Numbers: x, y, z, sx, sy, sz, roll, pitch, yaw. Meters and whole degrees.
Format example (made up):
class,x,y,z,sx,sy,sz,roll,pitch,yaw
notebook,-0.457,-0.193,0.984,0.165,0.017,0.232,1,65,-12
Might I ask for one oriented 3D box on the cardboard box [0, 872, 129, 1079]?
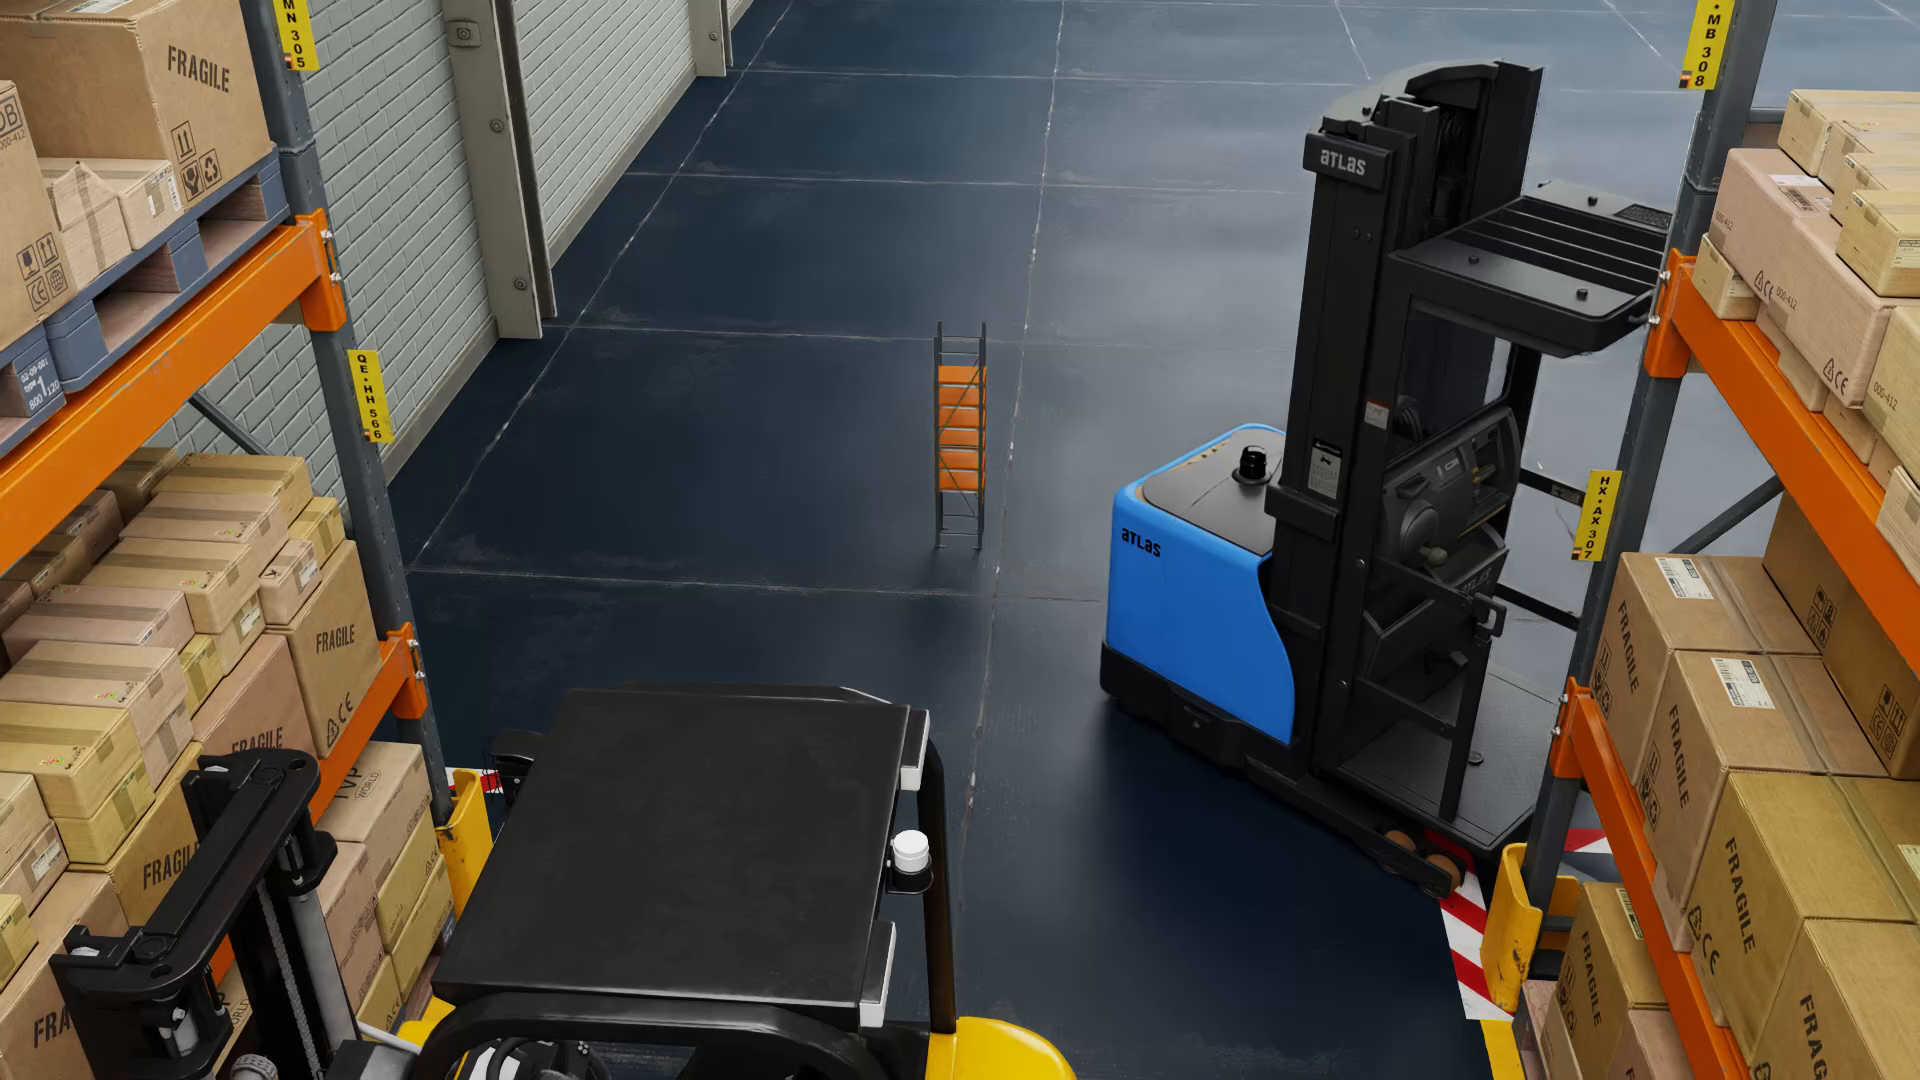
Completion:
class,x,y,z,sx,sy,sz,roll,pitch,yaw
cardboard box,-2.321,1.136,3.952,0.500,0.500,0.500,3,32,4

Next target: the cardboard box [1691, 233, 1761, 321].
class,x,y,z,sx,sy,sz,roll,pitch,yaw
cardboard box,2.177,-0.693,4.395,0.380,0.149,0.250,2,32,4

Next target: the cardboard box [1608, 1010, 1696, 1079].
class,x,y,z,sx,sy,sz,roll,pitch,yaw
cardboard box,2.147,1.686,4.660,0.500,0.500,0.500,1,32,2

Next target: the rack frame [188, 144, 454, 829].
class,x,y,z,sx,sy,sz,roll,pitch,yaw
rack frame,-2.420,0.108,5.716,1.000,3.000,0.127,2,32,4

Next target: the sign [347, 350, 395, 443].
class,x,y,z,sx,sy,sz,roll,pitch,yaw
sign,-1.880,-0.456,5.301,0.100,0.325,0.005,2,32,4

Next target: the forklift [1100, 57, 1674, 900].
class,x,y,z,sx,sy,sz,roll,pitch,yaw
forklift,2.024,-0.160,6.216,1.130,2.935,3.031,-27,41,-36

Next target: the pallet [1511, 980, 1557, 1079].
class,x,y,z,sx,sy,sz,roll,pitch,yaw
pallet,2.420,1.968,5.356,1.003,0.211,1.213,2,32,4

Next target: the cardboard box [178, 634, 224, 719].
class,x,y,z,sx,sy,sz,roll,pitch,yaw
cardboard box,-2.273,0.379,4.562,0.380,0.149,0.250,2,32,4

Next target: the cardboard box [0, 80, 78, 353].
class,x,y,z,sx,sy,sz,roll,pitch,yaw
cardboard box,-2.396,-0.660,3.512,0.700,0.500,0.500,3,32,4

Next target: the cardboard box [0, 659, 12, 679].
class,x,y,z,sx,sy,sz,roll,pitch,yaw
cardboard box,-2.772,0.357,4.598,0.380,0.149,0.250,1,32,2

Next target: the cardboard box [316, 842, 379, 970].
class,x,y,z,sx,sy,sz,roll,pitch,yaw
cardboard box,-2.182,1.195,5.219,0.500,0.250,0.500,3,32,5

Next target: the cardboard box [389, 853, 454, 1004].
class,x,y,z,sx,sy,sz,roll,pitch,yaw
cardboard box,-2.143,1.359,5.907,0.500,0.250,0.500,3,32,4

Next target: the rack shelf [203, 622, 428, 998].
class,x,y,z,sx,sy,sz,roll,pitch,yaw
rack shelf,-2.582,1.460,4.208,1.077,0.370,4.000,2,32,4

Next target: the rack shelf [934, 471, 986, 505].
class,x,y,z,sx,sy,sz,roll,pitch,yaw
rack shelf,0.001,-0.276,8.597,0.258,0.103,0.180,2,32,4

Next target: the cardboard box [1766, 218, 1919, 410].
class,x,y,z,sx,sy,sz,roll,pitch,yaw
cardboard box,2.171,-0.508,3.715,0.500,0.250,0.500,2,32,3

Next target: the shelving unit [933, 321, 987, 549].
class,x,y,z,sx,sy,sz,roll,pitch,yaw
shelving unit,0.001,-0.518,8.447,0.258,1.200,0.189,2,32,4

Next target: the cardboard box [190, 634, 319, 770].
class,x,y,z,sx,sy,sz,roll,pitch,yaw
cardboard box,-2.249,0.605,4.815,0.500,0.500,0.500,3,32,6

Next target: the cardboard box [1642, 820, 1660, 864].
class,x,y,z,sx,sy,sz,roll,pitch,yaw
cardboard box,2.185,0.861,4.733,0.380,0.149,0.250,1,32,2

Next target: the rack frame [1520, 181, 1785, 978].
class,x,y,z,sx,sy,sz,roll,pitch,yaw
rack frame,2.528,0.318,5.375,1.000,3.000,0.127,2,32,4

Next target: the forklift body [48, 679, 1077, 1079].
class,x,y,z,sx,sy,sz,roll,pitch,yaw
forklift body,-0.756,1.538,4.203,2.313,2.155,1.214,2,32,4

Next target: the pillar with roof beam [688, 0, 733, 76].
class,x,y,z,sx,sy,sz,roll,pitch,yaw
pillar with roof beam,1.893,-8.212,13.498,9.100,9.000,0.400,2,32,4

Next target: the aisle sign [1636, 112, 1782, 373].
class,x,y,z,sx,sy,sz,roll,pitch,yaw
aisle sign,2.224,-0.835,4.767,0.394,0.787,0.004,2,32,4

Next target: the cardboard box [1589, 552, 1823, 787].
class,x,y,z,sx,sy,sz,roll,pitch,yaw
cardboard box,2.213,0.384,4.888,0.500,0.500,0.500,2,32,3

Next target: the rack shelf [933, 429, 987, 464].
class,x,y,z,sx,sy,sz,roll,pitch,yaw
rack shelf,0.001,-0.481,8.471,0.258,0.103,0.180,2,32,4

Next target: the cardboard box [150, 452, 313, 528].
class,x,y,z,sx,sy,sz,roll,pitch,yaw
cardboard box,-2.239,-0.141,5.123,0.380,0.149,0.250,3,32,4

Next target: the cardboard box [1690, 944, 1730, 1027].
class,x,y,z,sx,sy,sz,roll,pitch,yaw
cardboard box,2.131,1.129,4.299,0.380,0.149,0.250,3,32,5

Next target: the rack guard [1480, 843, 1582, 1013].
class,x,y,z,sx,sy,sz,roll,pitch,yaw
rack guard,2.522,1.422,5.967,1.175,0.500,0.348,2,32,4

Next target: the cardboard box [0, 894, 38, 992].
class,x,y,z,sx,sy,sz,roll,pitch,yaw
cardboard box,-2.311,0.917,3.689,0.380,0.149,0.250,2,32,3

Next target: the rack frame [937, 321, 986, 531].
class,x,y,z,sx,sy,sz,roll,pitch,yaw
rack frame,0.009,-0.566,8.525,0.240,1.200,0.006,2,32,4

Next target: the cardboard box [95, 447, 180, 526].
class,x,y,z,sx,sy,sz,roll,pitch,yaw
cardboard box,-2.660,-0.171,5.172,0.380,0.149,0.250,2,32,3

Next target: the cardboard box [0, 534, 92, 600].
class,x,y,z,sx,sy,sz,roll,pitch,yaw
cardboard box,-2.722,0.103,4.727,0.380,0.149,0.250,3,32,5

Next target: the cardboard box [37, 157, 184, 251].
class,x,y,z,sx,sy,sz,roll,pitch,yaw
cardboard box,-2.184,-0.837,4.135,0.380,0.149,0.250,2,32,3

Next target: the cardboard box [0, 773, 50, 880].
class,x,y,z,sx,sy,sz,roll,pitch,yaw
cardboard box,-2.358,0.661,3.821,0.380,0.149,0.250,3,32,5

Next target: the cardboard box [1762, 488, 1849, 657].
class,x,y,z,sx,sy,sz,roll,pitch,yaw
cardboard box,2.704,-0.001,4.560,0.700,0.500,0.500,2,32,3

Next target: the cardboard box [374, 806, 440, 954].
class,x,y,z,sx,sy,sz,roll,pitch,yaw
cardboard box,-2.148,1.154,5.762,0.500,0.250,0.500,2,32,3

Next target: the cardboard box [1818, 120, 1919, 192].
class,x,y,z,sx,sy,sz,roll,pitch,yaw
cardboard box,2.291,-0.882,3.943,0.380,0.149,0.250,2,32,4

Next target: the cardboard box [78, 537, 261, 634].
class,x,y,z,sx,sy,sz,roll,pitch,yaw
cardboard box,-2.222,0.127,4.688,0.380,0.149,0.250,3,32,5

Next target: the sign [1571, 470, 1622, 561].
class,x,y,z,sx,sy,sz,roll,pitch,yaw
sign,1.987,-0.074,5.186,0.100,0.325,0.005,2,32,4

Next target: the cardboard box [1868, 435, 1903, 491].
class,x,y,z,sx,sy,sz,roll,pitch,yaw
cardboard box,2.176,-0.145,3.507,0.380,0.149,0.250,2,32,2

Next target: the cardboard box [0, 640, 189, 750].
class,x,y,z,sx,sy,sz,roll,pitch,yaw
cardboard box,-2.227,0.395,4.253,0.380,0.149,0.250,3,32,5

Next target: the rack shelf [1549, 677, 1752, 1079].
class,x,y,z,sx,sy,sz,roll,pitch,yaw
rack shelf,2.365,1.670,3.867,1.077,0.370,4.000,2,32,4

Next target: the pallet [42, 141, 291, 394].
class,x,y,z,sx,sy,sz,roll,pitch,yaw
pallet,-2.503,-0.763,4.354,1.003,0.211,1.213,2,32,4

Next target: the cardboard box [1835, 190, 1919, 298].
class,x,y,z,sx,sy,sz,roll,pitch,yaw
cardboard box,2.115,-0.626,3.527,0.380,0.149,0.250,2,32,4

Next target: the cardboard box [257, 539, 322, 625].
class,x,y,z,sx,sy,sz,roll,pitch,yaw
cardboard box,-2.160,0.117,4.987,0.380,0.149,0.250,3,32,5

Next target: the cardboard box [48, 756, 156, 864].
class,x,y,z,sx,sy,sz,roll,pitch,yaw
cardboard box,-2.249,0.654,4.116,0.380,0.149,0.250,3,32,4

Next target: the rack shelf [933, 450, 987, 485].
class,x,y,z,sx,sy,sz,roll,pitch,yaw
rack shelf,0.001,-0.378,8.534,0.258,0.103,0.180,2,32,4

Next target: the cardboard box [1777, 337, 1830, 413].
class,x,y,z,sx,sy,sz,roll,pitch,yaw
cardboard box,2.189,-0.415,3.944,0.380,0.149,0.250,3,32,5

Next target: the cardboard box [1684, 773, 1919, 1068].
class,x,y,z,sx,sy,sz,roll,pitch,yaw
cardboard box,2.134,0.922,4.016,0.500,0.500,0.500,2,32,3
